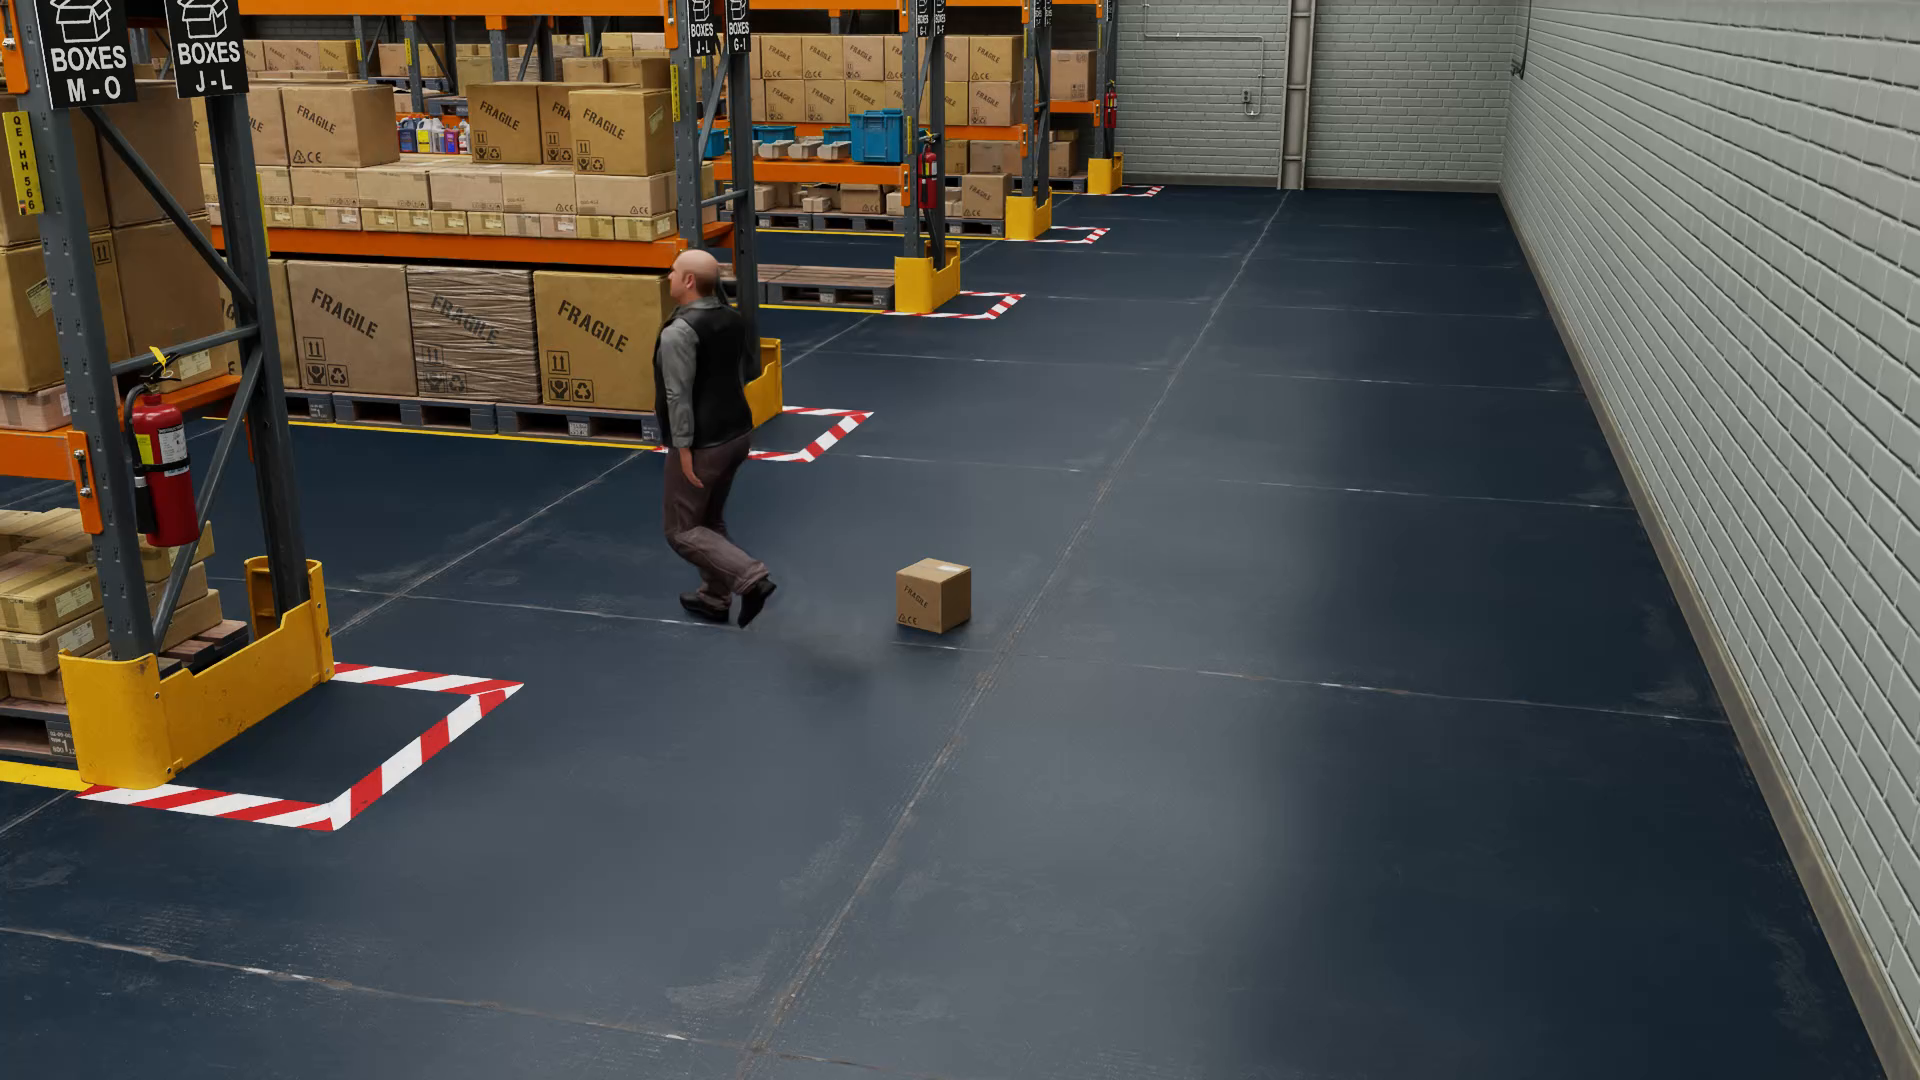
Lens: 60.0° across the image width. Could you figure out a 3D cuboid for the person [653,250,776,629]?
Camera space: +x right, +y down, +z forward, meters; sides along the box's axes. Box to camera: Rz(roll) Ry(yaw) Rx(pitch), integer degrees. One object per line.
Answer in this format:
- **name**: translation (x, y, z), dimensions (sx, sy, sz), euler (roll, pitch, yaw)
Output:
- **person**: translation (-1.075, -0.410, 7.331), dimensions (0.695, 1.708, 0.540), euler (9, 20, 27)
